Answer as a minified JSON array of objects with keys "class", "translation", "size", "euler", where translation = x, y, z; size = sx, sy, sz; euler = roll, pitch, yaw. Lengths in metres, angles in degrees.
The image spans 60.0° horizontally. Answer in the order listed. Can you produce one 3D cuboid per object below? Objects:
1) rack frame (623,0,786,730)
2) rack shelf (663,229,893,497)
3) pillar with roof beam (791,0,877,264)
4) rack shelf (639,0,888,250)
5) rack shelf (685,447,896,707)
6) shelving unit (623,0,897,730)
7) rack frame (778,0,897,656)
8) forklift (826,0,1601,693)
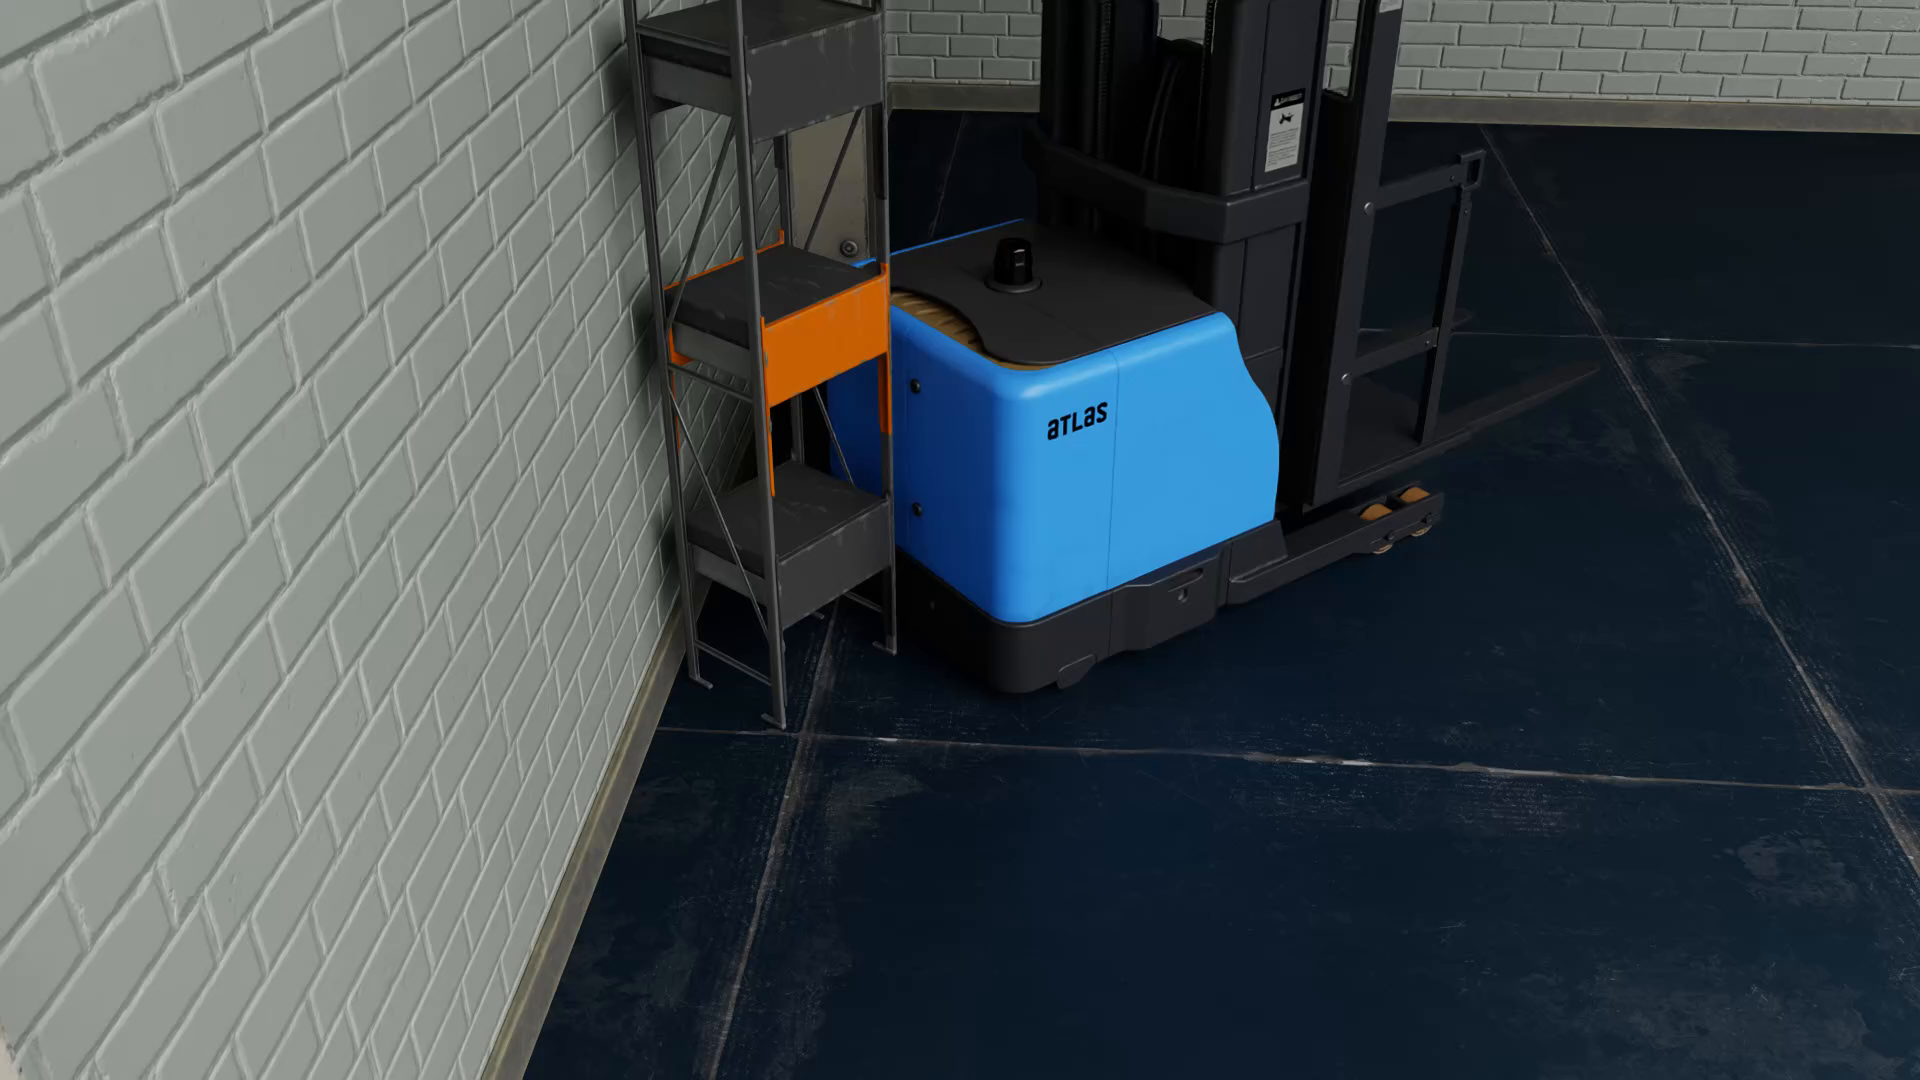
[{"class":"rack frame","translation":[-0.661,-0.413,4.411],"size":[0.400,2.100,0.015],"euler":[23,38,33]},{"class":"rack shelf","translation":[-0.505,-0.499,4.579],"size":[0.431,0.518,0.480],"euler":[23,38,33]},{"class":"pillar with roof beam","translation":[3.763,-4.662,4.737],"size":[9.100,9.000,0.400],"euler":[2,32,4]},{"class":"rack shelf","translation":[-0.502,-1.097,4.216],"size":[0.431,0.518,0.480],"euler":[23,38,33]},{"class":"rack shelf","translation":[-0.509,0.100,4.943],"size":[0.431,0.518,0.480],"euler":[23,38,33]},{"class":"shelving unit","translation":[-0.505,-0.510,4.572],"size":[0.431,2.100,0.503],"euler":[23,38,33]},{"class":"rack frame","translation":[-0.350,-0.607,4.734],"size":[0.400,2.100,0.015],"euler":[23,38,33]},{"class":"forklift","translation":[1.057,-1.404,5.234],"size":[3.031,2.935,1.130],"euler":[-21,37,-30]}]
